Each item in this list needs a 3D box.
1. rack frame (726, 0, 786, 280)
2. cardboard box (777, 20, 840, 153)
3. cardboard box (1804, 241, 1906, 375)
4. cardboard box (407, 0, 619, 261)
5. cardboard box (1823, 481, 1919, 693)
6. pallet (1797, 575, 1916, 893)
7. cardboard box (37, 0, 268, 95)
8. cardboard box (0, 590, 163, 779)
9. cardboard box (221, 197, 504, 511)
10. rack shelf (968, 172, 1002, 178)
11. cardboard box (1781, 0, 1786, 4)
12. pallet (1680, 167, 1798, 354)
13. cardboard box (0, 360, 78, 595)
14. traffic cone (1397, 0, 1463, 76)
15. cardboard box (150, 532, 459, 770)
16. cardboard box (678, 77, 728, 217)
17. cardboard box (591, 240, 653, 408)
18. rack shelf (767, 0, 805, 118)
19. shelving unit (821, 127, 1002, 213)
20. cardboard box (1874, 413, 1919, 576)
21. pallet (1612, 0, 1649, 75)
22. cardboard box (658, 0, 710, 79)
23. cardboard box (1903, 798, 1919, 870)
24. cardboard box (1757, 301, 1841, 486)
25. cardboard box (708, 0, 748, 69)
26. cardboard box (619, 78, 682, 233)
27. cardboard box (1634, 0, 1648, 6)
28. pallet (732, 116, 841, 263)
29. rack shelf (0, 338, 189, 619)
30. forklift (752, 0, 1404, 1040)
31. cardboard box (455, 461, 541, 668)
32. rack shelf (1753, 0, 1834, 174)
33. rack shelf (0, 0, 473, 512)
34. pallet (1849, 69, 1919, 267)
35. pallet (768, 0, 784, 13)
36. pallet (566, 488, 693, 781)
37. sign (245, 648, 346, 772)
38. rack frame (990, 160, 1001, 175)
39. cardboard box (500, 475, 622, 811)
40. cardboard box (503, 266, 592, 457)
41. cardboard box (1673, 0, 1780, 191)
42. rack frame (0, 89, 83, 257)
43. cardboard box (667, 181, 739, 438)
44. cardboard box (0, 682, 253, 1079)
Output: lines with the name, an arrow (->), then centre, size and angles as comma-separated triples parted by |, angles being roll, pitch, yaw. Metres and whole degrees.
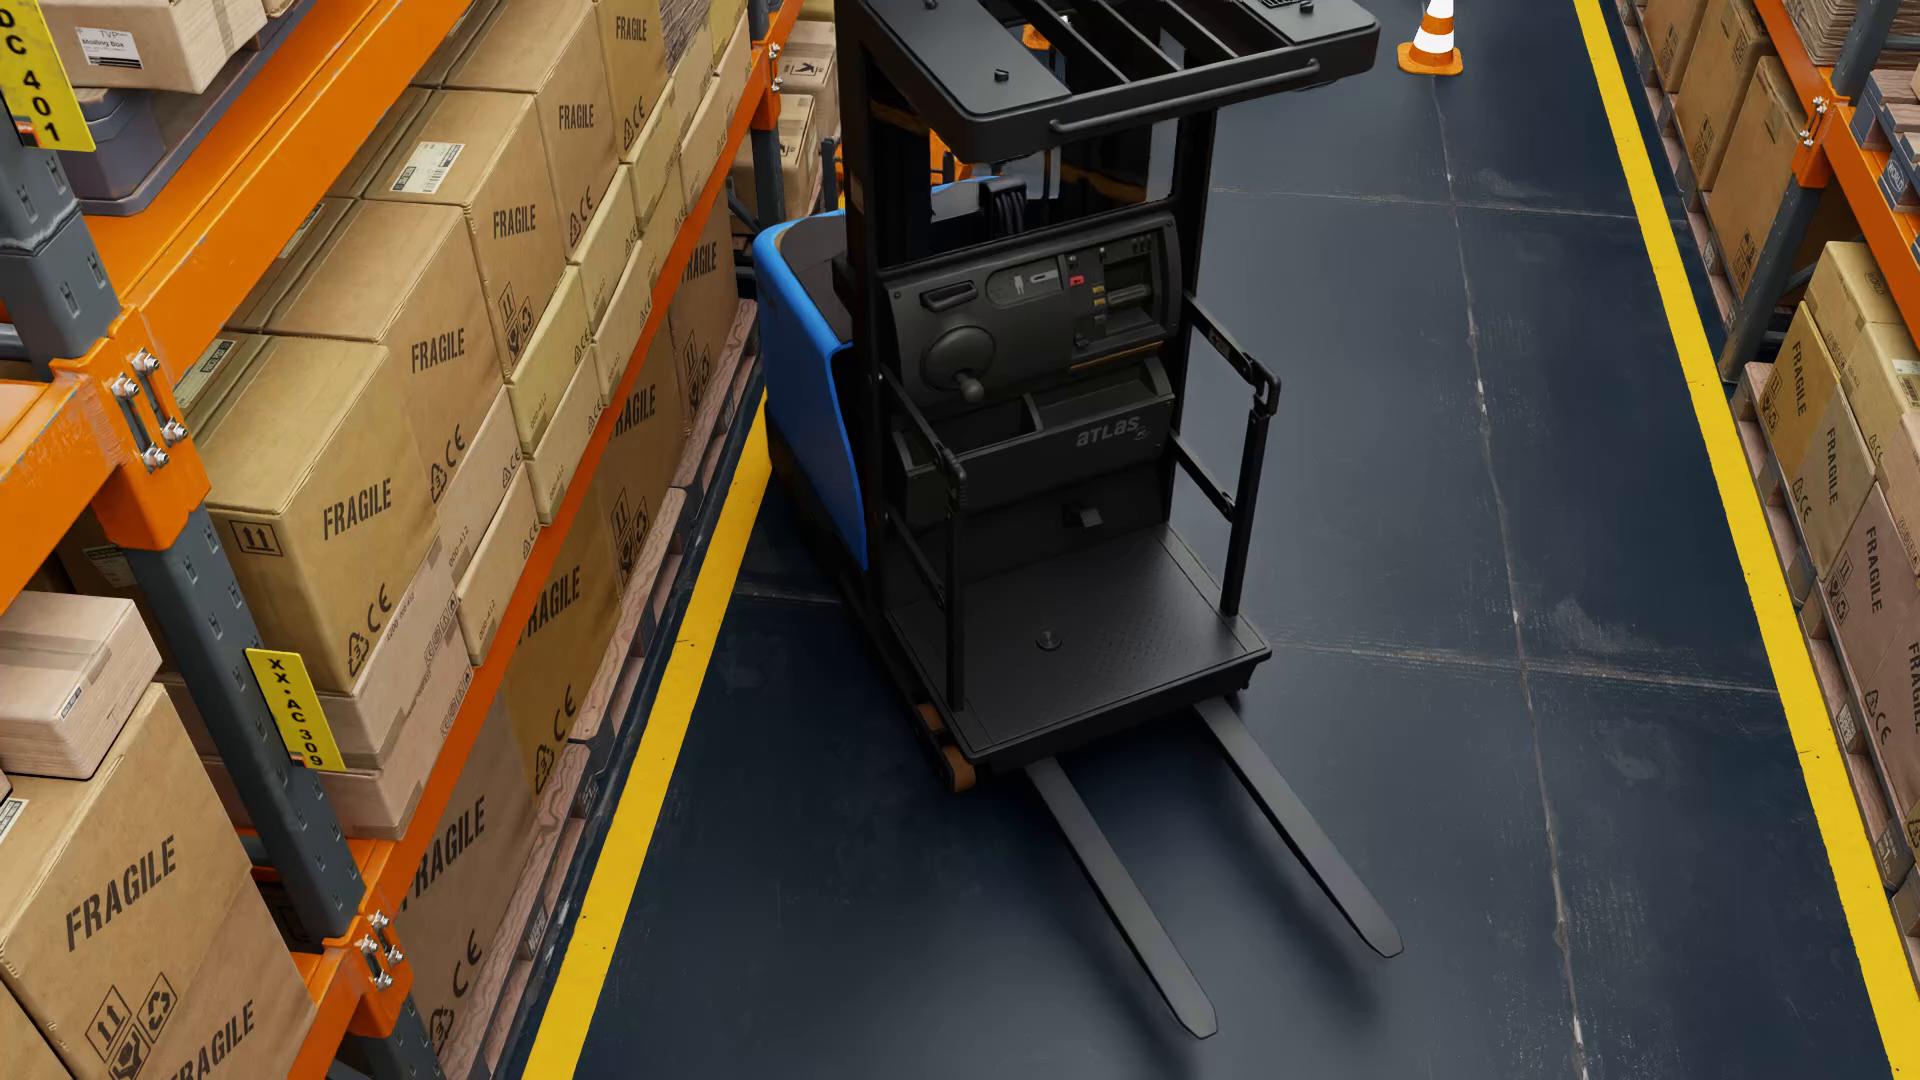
rack frame -> -1.236, -2.117, 6.304 | 1.000, 3.000, 0.127 | 5, 44, 6
cardboard box -> -1.062, -2.203, 8.001 | 0.950, 0.372, 0.625 | 4, 44, 5
cardboard box -> 3.352, -0.805, 5.886 | 0.500, 0.250, 0.500 | 3, 44, 4
cardboard box -> -1.251, -1.108, 4.438 | 0.500, 0.500, 0.500 | 5, 44, 5
cardboard box -> 3.211, 0.172, 5.400 | 0.500, 0.500, 0.500 | 4, 44, 4
pallet -> 3.415, 0.638, 5.422 | 1.003, 0.211, 1.213 | 5, 44, 6
cardboard box -> -1.352, -0.893, 2.622 | 0.396, 0.266, 0.258 | 5, 44, 5
cardboard box -> -1.490, 0.213, 2.572 | 0.380, 0.149, 0.250 | 4, 44, 5
cardboard box -> -1.382, -0.413, 3.705 | 0.500, 0.500, 0.500 | 5, 44, 5
rack shelf -> -0.168, -1.212, 7.068 | 0.538, 0.278, 1.000 | 8, 44, 8
cardboard box -> 3.544, -2.443, 6.576 | 0.500, 0.500, 0.500 | 5, 44, 6
pallet -> 3.862, -1.254, 7.420 | 1.003, 0.211, 1.213 | 5, 44, 6
cardboard box -> -1.955, -0.117, 3.392 | 0.500, 0.500, 0.500 | 7, 44, 7
traffic cone -> 2.538, -2.764, 8.833 | 0.336, 0.463, 0.334 | 5, 44, 6
cardboard box -> -1.428, 0.208, 3.594 | 0.500, 0.250, 0.500 | 4, 44, 4
cardboard box -> -1.098, -1.345, 5.597 | 0.500, 0.250, 0.500 | 6, 44, 6
cardboard box -> -1.220, -0.653, 4.867 | 0.500, 0.250, 0.500 | 5, 44, 5
rack shelf -> -0.972, -3.219, 7.991 | 1.077, 0.370, 4.000 | 5, 44, 6
shelving unit -> -0.168, -1.390, 6.900 | 0.538, 1.125, 1.048 | 8, 44, 8
cardboard box -> 3.207, -0.123, 5.166 | 0.500, 0.250, 0.500 | 6, 44, 6
pallet -> 4.185, -2.917, 9.177 | 1.003, 0.211, 1.213 | 5, 44, 6
cardboard box -> -1.105, -1.790, 5.159 | 0.500, 0.500, 0.500 | 6, 44, 6
cardboard box -> 3.071, 0.869, 4.664 | 0.500, 0.500, 0.500 | 4, 44, 5
cardboard box -> 3.337, -0.522, 6.132 | 0.500, 0.500, 0.500 | 4, 44, 4
cardboard box -> -1.049, -1.891, 5.811 | 0.500, 0.250, 0.500 | 5, 44, 5
cardboard box -> -1.160, -1.190, 5.071 | 0.500, 0.250, 0.500 | 4, 44, 4
cardboard box -> 4.219, -3.366, 8.954 | 1.050, 0.750, 0.750 | 5, 44, 5
pallet -> -1.132, -1.637, 7.825 | 1.003, 0.211, 1.213 | 5, 44, 6
rack shelf -> -2.030, 1.144, 1.201 | 1.077, 0.370, 4.000 | 5, 44, 6
forklift -> 0.324, -0.593, 4.744 | 1.130, 2.935, 3.031 | -17, 46, -18
cardboard box -> -1.378, 0.035, 4.140 | 0.500, 0.250, 0.500 | 4, 44, 4
rack shelf -> 3.948, -2.838, 7.588 | 1.077, 0.370, 4.000 | 5, 44, 6
rack shelf -> -1.501, -1.582, 4.080 | 1.077, 0.370, 4.000 | 5, 44, 6
pallet -> 3.695, -1.171, 5.444 | 1.213, 0.211, 1.003 | 5, 44, 6
pallet -> -1.248, -2.543, 6.893 | 1.213, 0.211, 1.003 | 5, 44, 6
pallet -> -1.579, 0.255, 5.827 | 1.003, 0.211, 1.213 | 5, 44, 6
sign -> -1.215, 0.316, 3.048 | 0.100, 0.325, 0.005 | 5, 44, 6
rack frame -> -0.067, -1.732, 7.262 | 0.500, 1.125, 0.032 | 8, 44, 8
cardboard box -> -1.651, 0.182, 5.116 | 0.875, 0.875, 0.875 | 6, 44, 7
cardboard box -> -1.293, -0.491, 4.333 | 0.500, 0.250, 0.500 | 6, 44, 6
cardboard box -> 3.965, -2.074, 7.590 | 1.050, 0.750, 0.750 | 6, 44, 6
rack frame -> -1.765, -1.569, 1.362 | 1.000, 3.000, 0.127 | 5, 44, 6
cardboard box -> -1.410, -1.035, 6.401 | 0.875, 0.875, 0.875 | 5, 44, 5
cardboard box -> -1.554, 0.557, 2.681 | 0.500, 0.500, 0.500 | 5, 44, 5
